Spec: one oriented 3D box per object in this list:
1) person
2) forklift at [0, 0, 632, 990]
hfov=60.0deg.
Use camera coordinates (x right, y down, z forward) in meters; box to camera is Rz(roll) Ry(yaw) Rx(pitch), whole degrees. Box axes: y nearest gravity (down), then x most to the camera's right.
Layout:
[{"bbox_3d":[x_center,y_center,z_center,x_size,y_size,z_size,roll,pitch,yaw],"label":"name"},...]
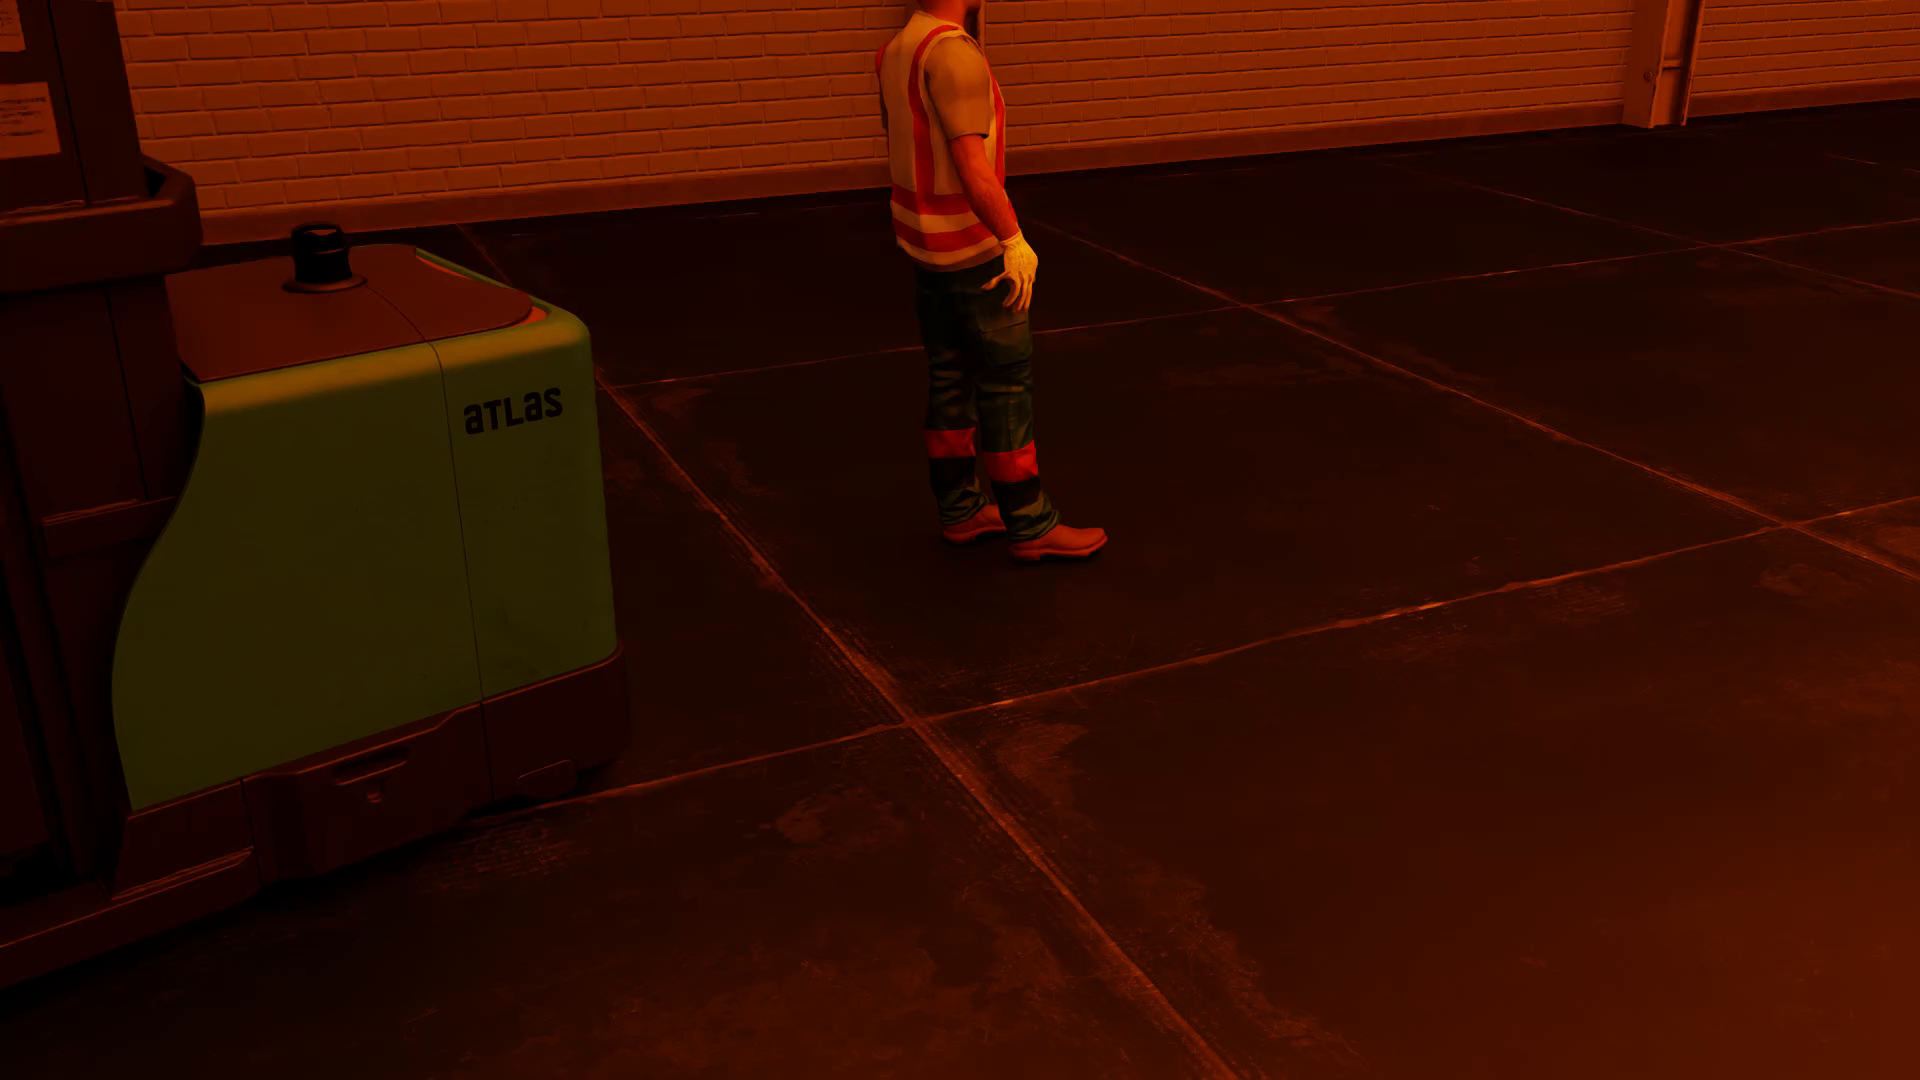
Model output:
[{"bbox_3d":[0.078,-0.842,4.784,0.562,1.789,0.638,-10,25,-23],"label":"person"},{"bbox_3d":[-2.209,-0.602,2.736,3.031,2.935,1.130,-18,28,-36],"label":"forklift"}]
